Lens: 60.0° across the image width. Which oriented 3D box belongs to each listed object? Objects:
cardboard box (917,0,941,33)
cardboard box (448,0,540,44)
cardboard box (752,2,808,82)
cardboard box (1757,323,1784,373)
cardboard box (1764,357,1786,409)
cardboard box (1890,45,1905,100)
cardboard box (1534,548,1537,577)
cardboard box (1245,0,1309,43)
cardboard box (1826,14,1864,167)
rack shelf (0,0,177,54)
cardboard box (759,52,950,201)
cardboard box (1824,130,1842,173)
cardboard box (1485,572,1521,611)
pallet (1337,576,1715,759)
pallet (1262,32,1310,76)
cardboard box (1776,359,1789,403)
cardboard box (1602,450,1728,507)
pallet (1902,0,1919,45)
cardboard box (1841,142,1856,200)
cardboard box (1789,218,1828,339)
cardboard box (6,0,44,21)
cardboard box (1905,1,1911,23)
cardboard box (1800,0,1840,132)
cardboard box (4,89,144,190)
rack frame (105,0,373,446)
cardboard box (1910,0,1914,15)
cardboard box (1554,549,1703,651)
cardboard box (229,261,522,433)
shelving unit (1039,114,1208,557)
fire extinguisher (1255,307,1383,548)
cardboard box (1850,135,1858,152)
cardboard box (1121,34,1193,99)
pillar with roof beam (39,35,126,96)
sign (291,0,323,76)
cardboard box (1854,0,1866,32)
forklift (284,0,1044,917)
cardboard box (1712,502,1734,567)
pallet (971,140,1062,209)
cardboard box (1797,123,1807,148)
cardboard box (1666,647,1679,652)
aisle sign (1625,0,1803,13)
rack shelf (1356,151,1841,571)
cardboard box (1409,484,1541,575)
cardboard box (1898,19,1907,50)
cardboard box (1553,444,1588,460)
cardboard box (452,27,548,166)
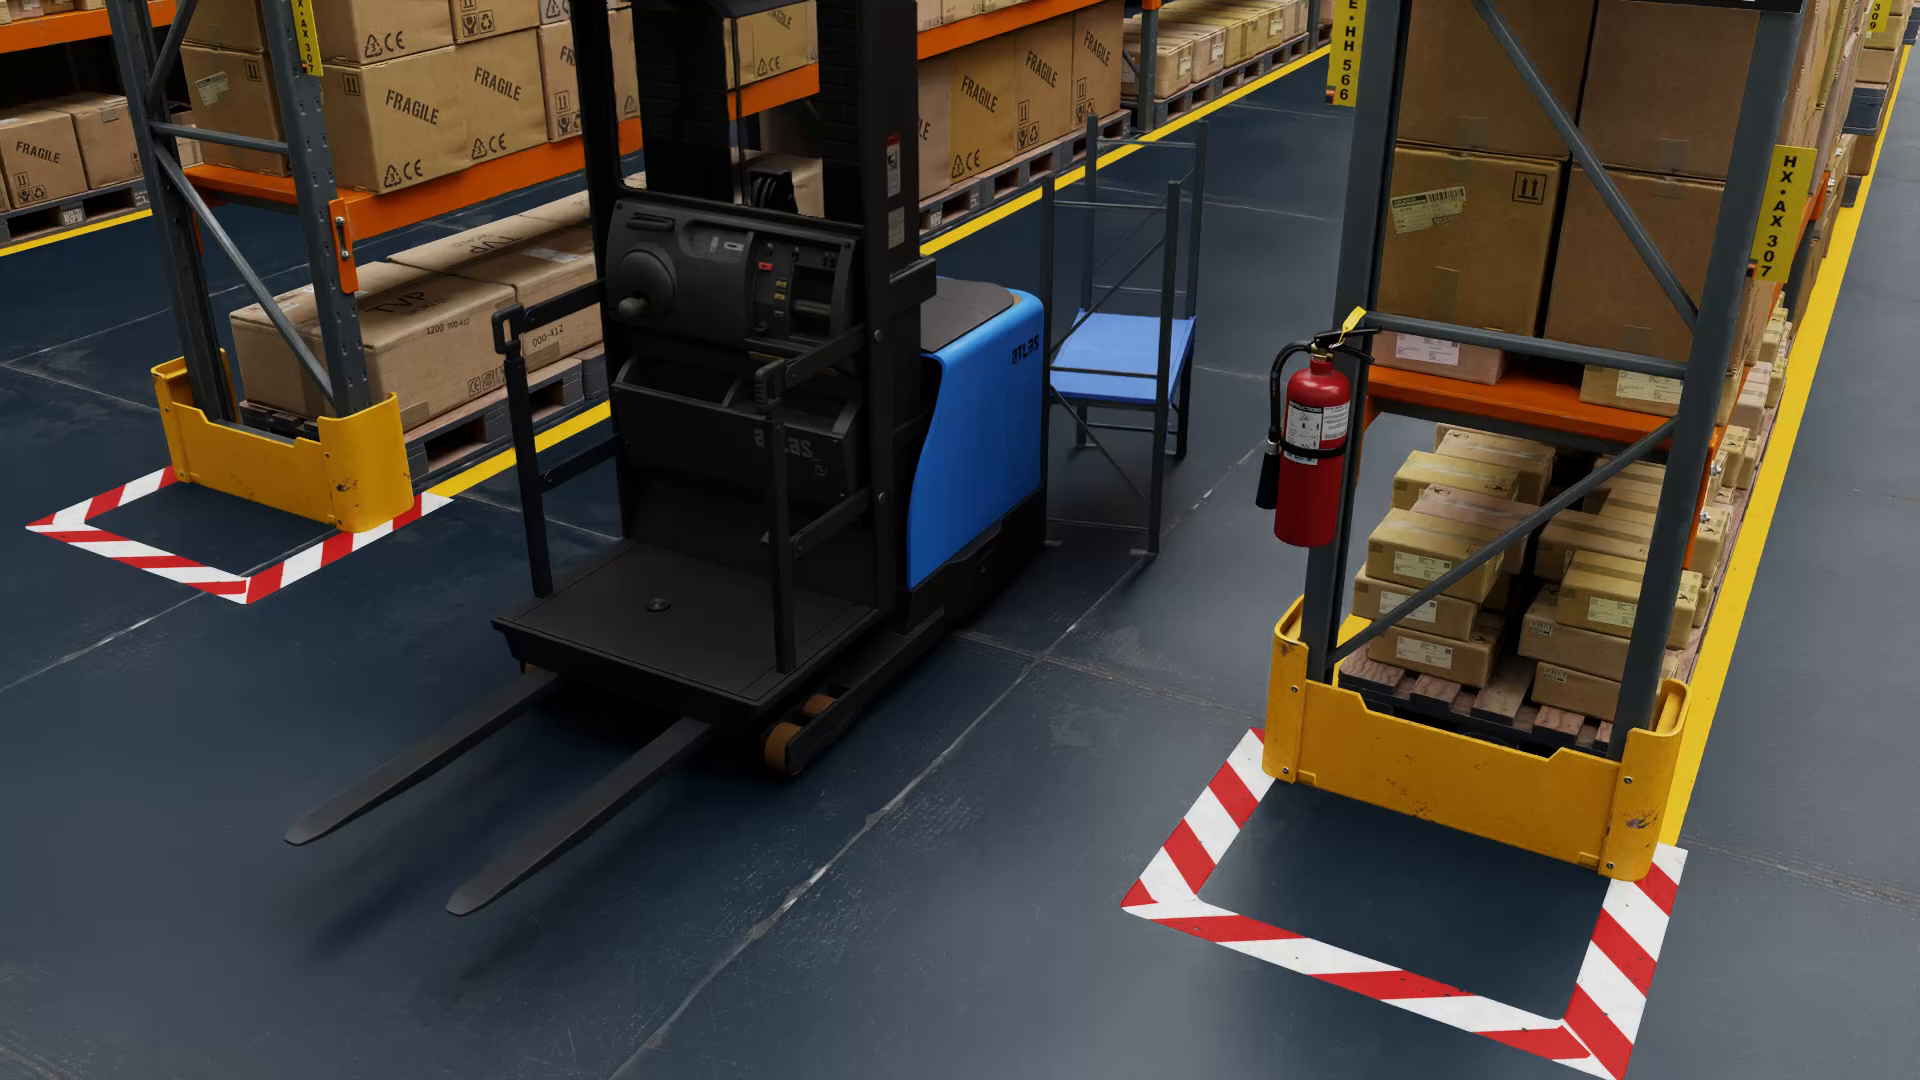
[{"bbox_3d":[-0.451,-3.168,9.896,0.500,0.250,0.500,13,30,25],"label":"cardboard box"},{"bbox_3d":[-2.133,-2.382,6.929,0.500,0.500,0.500,13,30,25],"label":"cardboard box"},{"bbox_3d":[-1.152,-2.728,8.737,0.500,0.500,0.500,13,30,25],"label":"cardboard box"},{"bbox_3d":[3.306,-0.848,7.143,0.380,0.149,0.250,14,30,26],"label":"cardboard box"},{"bbox_3d":[3.345,-0.708,7.197,0.380,0.149,0.250,13,29,24],"label":"cardboard box"},{"bbox_3d":[7.170,-4.109,13.652,1.050,0.750,0.750,14,30,26],"label":"cardboard box"},{"bbox_3d":[1.925,0.018,6.079,0.380,0.149,0.250,15,30,27],"label":"cardboard box"},{"bbox_3d":[2.782,-5.048,15.949,0.950,0.372,0.625,15,30,27],"label":"cardboard box"},{"bbox_3d":[3.213,-1.796,6.544,0.500,0.500,0.500,13,30,25],"label":"cardboard box"},{"bbox_3d":[-6.205,-3.113,10.421,1.077,0.370,4.000,14,30,26],"label":"rack shelf"},{"bbox_3d":[-0.662,-2.619,10.535,0.875,0.875,0.875,15,30,28],"label":"cardboard box"},{"bbox_3d":[3.493,-1.672,7.020,0.380,0.149,0.250,13,30,25],"label":"cardboard box"},{"bbox_3d":[1.680,0.083,5.617,0.380,0.149,0.250,13,30,25],"label":"cardboard box"},{"bbox_3d":[1.962,0.396,5.723,1.003,0.211,1.213,14,30,26],"label":"pallet"},{"bbox_3d":[2.656,-4.689,15.882,1.003,0.211,1.213,14,30,26],"label":"pallet"},{"bbox_3d":[3.565,-0.757,7.626,0.380,0.149,0.250,15,30,27],"label":"cardboard box"},{"bbox_3d":[2.508,-0.246,5.941,0.380,0.149,0.250,15,30,28],"label":"cardboard box"},{"bbox_3d":[5.172,-3.243,10.093,1.213,0.211,1.003,14,30,26],"label":"pallet"},{"bbox_3d":[5.333,-2.386,10.489,0.500,0.500,0.500,14,30,26],"label":"cardboard box"},{"bbox_3d":[4.056,-1.371,8.461,0.500,0.500,0.500,15,30,28],"label":"cardboard box"},{"bbox_3d":[-5.933,-3.324,10.320,0.380,0.149,0.250,14,30,26],"label":"cardboard box"},{"bbox_3d":[4.436,-2.636,8.144,0.380,0.149,0.250,13,29,24],"label":"cardboard box"},{"bbox_3d":[2.188,-1.452,4.739,0.500,0.500,0.500,15,30,28],"label":"cardboard box"},{"bbox_3d":[-5.840,-2.671,11.059,0.700,0.500,0.500,13,29,24],"label":"cardboard box"},{"bbox_3d":[-2.866,-1.563,6.522,1.000,3.000,0.127,14,30,26],"label":"rack frame"},{"bbox_3d":[5.080,-3.014,9.232,0.380,0.149,0.250,13,29,24],"label":"cardboard box"},{"bbox_3d":[2.047,0.179,5.092,0.380,0.149,0.250,13,29,24],"label":"cardboard box"},{"bbox_3d":[-2.628,-0.885,7.559,0.875,0.438,0.875,13,29,24],"label":"cardboard box"},{"bbox_3d":[0.661,-0.858,6.788,0.538,1.500,1.048,6,27,12],"label":"shelving unit"},{"bbox_3d":[0.968,-0.315,4.531,0.296,0.674,0.183,14,30,26],"label":"fire extinguisher"},{"bbox_3d":[5.082,-2.512,9.903,0.500,0.250,0.500,15,30,27],"label":"cardboard box"},{"bbox_3d":[1.357,-3.912,13.680,0.950,0.372,0.625,12,29,23],"label":"cardboard box"},{"bbox_3d":[-2.600,-5.875,8.434,9.100,9.000,0.400,14,30,26],"label":"pillar with roof beam"},{"bbox_3d":[-2.385,-1.861,6.062,0.100,0.325,0.005,14,30,26],"label":"sign"},{"bbox_3d":[3.216,-2.251,6.335,0.500,0.500,0.500,13,29,25],"label":"cardboard box"},{"bbox_3d":[-0.837,-0.800,5.073,1.130,2.935,3.031,14,30,26],"label":"forklift"},{"bbox_3d":[2.666,-0.051,6.217,0.380,0.149,0.250,13,29,24],"label":"cardboard box"},{"bbox_3d":[0.015,-2.670,11.848,1.003,0.211,1.213,14,30,26],"label":"pallet"},{"bbox_3d":[2.196,-1.019,4.990,0.500,0.500,0.500,14,30,26],"label":"cardboard box"},{"bbox_3d":[2.159,0.199,5.384,0.380,0.149,0.250,14,30,26],"label":"cardboard box"},{"bbox_3d":[1.719,-1.581,3.652,0.394,0.787,0.004,14,30,26],"label":"aisle sign"},{"bbox_3d":[2.478,-0.970,6.141,1.077,0.370,4.000,14,30,26],"label":"rack shelf"},{"bbox_3d":[1.707,-0.039,5.528,0.380,0.149,0.250,15,30,27],"label":"cardboard box"},{"bbox_3d":[4.438,-2.503,8.210,0.380,0.149,0.250,15,30,27],"label":"cardboard box"},{"bbox_3d":[2.216,-0.450,6.349,0.380,0.149,0.250,13,29,24],"label":"cardboard box"},{"bbox_3d":[-2.155,-1.935,7.153,0.500,0.500,0.500,14,30,25],"label":"cardboard box"}]
